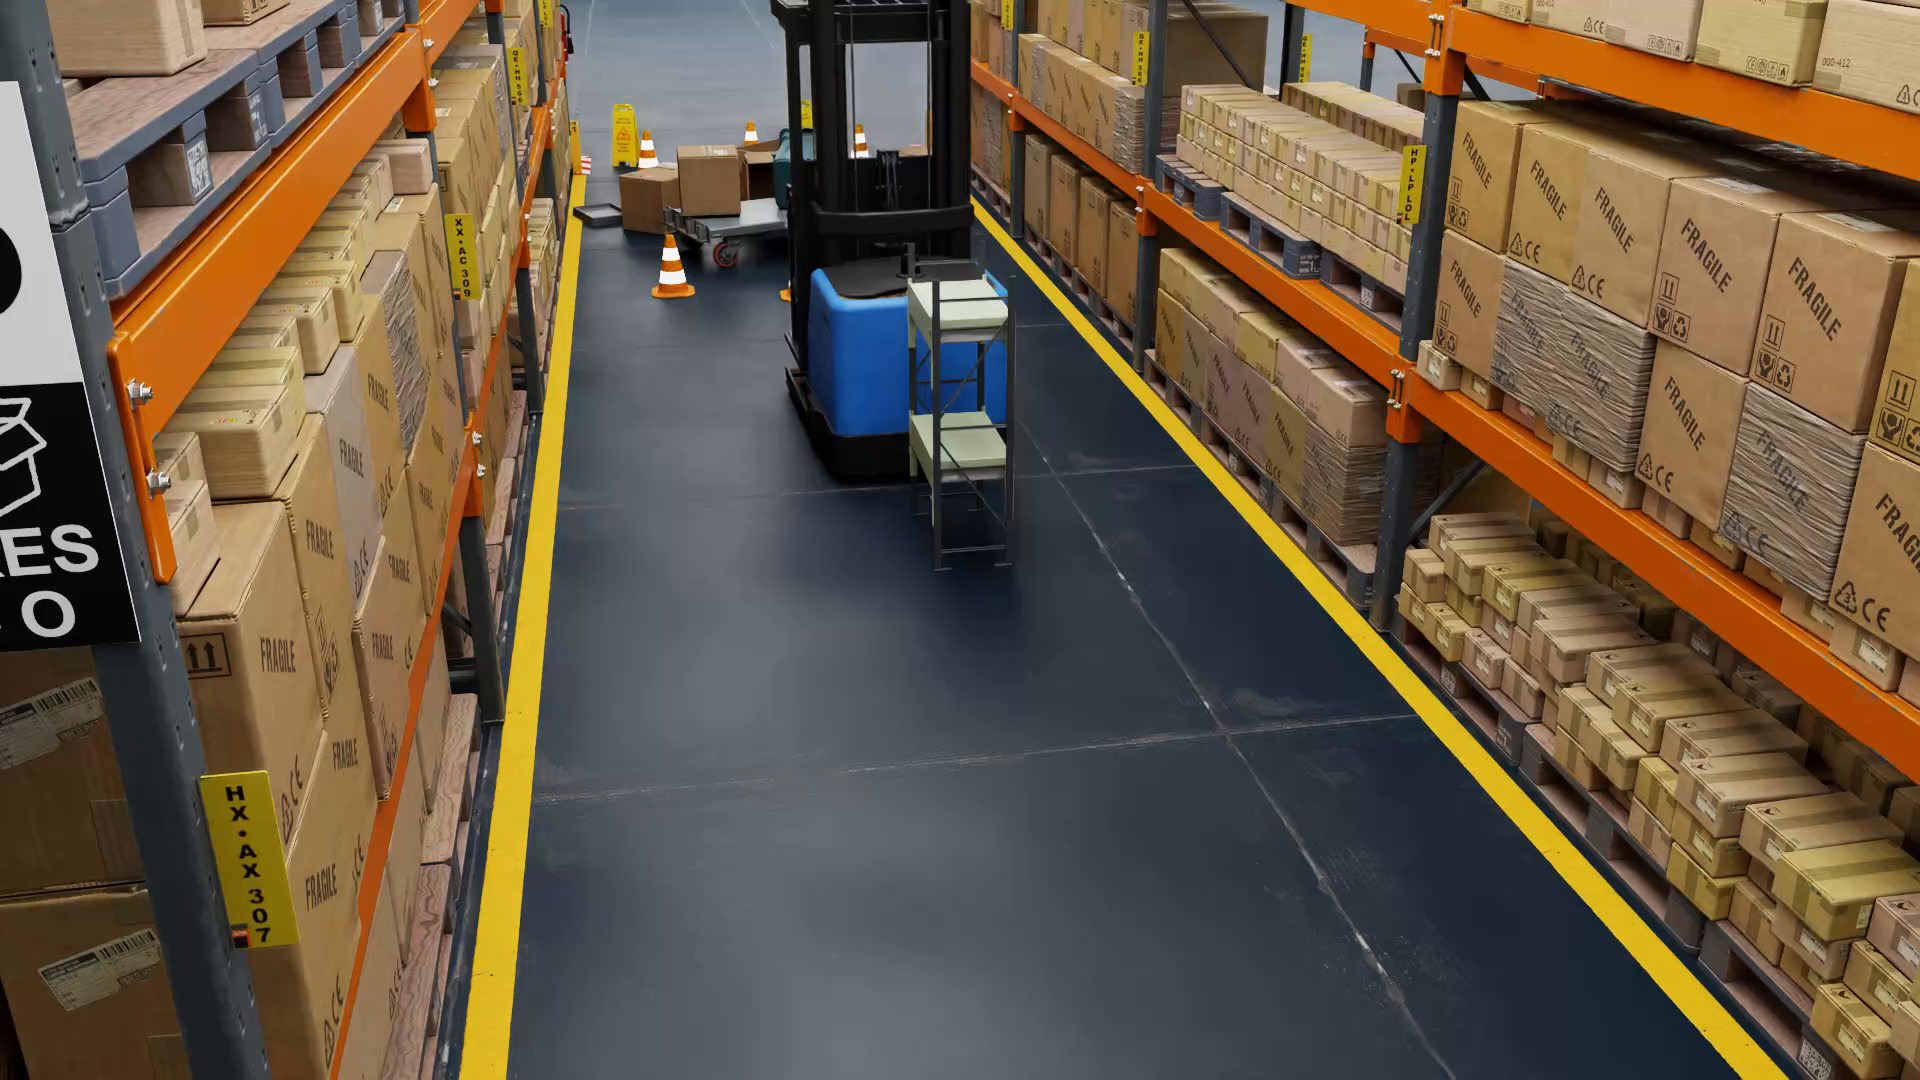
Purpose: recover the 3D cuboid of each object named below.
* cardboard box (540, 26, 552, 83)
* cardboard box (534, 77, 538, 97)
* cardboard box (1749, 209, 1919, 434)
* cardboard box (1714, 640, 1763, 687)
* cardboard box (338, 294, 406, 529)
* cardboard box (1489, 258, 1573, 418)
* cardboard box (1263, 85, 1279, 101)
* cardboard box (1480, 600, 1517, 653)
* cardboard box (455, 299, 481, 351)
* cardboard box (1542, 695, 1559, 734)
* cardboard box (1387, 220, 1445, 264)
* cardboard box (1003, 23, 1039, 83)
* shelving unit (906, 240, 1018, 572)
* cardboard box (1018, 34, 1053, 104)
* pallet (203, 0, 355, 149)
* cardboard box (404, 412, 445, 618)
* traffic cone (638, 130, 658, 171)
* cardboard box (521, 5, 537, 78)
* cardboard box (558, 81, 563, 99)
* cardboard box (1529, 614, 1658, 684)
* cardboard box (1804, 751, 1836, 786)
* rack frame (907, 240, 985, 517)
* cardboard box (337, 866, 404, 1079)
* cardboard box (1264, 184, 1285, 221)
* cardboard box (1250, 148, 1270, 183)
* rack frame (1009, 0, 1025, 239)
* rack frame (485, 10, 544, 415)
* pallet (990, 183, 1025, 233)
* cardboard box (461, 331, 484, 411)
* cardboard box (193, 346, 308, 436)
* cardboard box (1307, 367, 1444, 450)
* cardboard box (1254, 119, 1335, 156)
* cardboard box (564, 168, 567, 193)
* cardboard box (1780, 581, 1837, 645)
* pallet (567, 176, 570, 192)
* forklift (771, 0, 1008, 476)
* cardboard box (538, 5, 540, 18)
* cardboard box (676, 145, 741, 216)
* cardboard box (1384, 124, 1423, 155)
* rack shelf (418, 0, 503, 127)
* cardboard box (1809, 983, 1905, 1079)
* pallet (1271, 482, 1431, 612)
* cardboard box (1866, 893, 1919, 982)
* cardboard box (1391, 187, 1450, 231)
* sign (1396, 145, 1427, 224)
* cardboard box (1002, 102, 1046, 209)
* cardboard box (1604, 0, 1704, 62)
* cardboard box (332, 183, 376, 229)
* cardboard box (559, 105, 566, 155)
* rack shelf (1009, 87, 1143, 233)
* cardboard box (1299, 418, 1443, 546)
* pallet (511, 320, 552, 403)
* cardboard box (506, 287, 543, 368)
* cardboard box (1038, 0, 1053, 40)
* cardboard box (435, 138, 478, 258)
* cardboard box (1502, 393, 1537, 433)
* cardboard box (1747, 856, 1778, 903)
[{"bbox_3d":[-3.702,-4.112,13.920,0.500,0.500,0.500,-4,24,-10],"label":"cardboard box"},{"bbox_3d":[-3.414,-3.427,12.639,0.380,0.149,0.250,-5,24,-11],"label":"cardboard box"},{"bbox_3d":[2.642,-0.627,4.692,0.500,0.500,0.500,-3,24,-7],"label":"cardboard box"},{"bbox_3d":[3.066,0.475,6.210,0.380,0.149,0.250,-5,24,-12],"label":"cardboard box"},{"bbox_3d":[-1.783,-0.330,4.384,0.500,0.500,0.500,-4,24,-10],"label":"cardboard box"},{"bbox_3d":[2.373,-0.770,6.268,0.500,0.500,0.500,-4,24,-10],"label":"cardboard box"},{"bbox_3d":[1.873,-2.811,11.313,0.500,0.500,0.500,-4,24,-9],"label":"cardboard box"},{"bbox_3d":[2.399,0.335,6.901,0.380,0.149,0.250,-4,24,-10],"label":"cardboard box"},{"bbox_3d":[-2.220,-0.943,6.725,0.500,0.250,0.500,-5,24,-11],"label":"cardboard box"},{"bbox_3d":[2.509,0.684,6.474,0.380,0.149,0.250,-5,24,-12],"label":"cardboard box"},{"bbox_3d":[2.163,-1.351,7.512,0.380,0.149,0.250,-4,24,-8],"label":"cardboard box"},{"bbox_3d":[0.871,-4.355,14.786,0.875,0.550,0.550,-4,24,-10],"label":"cardboard box"},{"bbox_3d":[-0.001,-0.690,8.456,0.431,1.500,0.755,-4,24,-10],"label":"shelving unit"},{"bbox_3d":[0.784,-3.961,13.946,0.500,0.500,0.500,-4,24,-9],"label":"cardboard box"},{"bbox_3d":[-2.052,-1.122,3.933,1.003,0.211,1.213,-4,24,-10],"label":"pallet"},{"bbox_3d":[-1.871,-0.073,5.044,0.500,0.500,0.500,-5,24,-11],"label":"cardboard box"},{"bbox_3d":[-3.287,-4.073,17.497,0.336,0.463,0.334,-4,24,-10],"label":"traffic cone"},{"bbox_3d":[-3.491,-3.751,12.569,0.500,0.500,0.500,-4,24,-9],"label":"cardboard box"},{"bbox_3d":[-4.053,-4.348,16.121,0.380,0.149,0.250,-4,24,-9],"label":"cardboard box"},{"bbox_3d":[2.416,0.413,6.351,0.380,0.149,0.250,-4,24,-9],"label":"cardboard box"},{"bbox_3d":[3.024,0.819,5.792,0.380,0.149,0.250,-3,24,-7],"label":"cardboard box"},{"bbox_3d":[-0.069,-0.834,8.785,0.400,1.500,0.023,-4,24,-10],"label":"rack frame"},{"bbox_3d":[-2.074,1.355,4.577,0.875,0.438,0.875,-4,24,-8],"label":"cardboard box"},{"bbox_3d":[1.869,-1.831,8.984,0.380,0.149,0.250,-5,24,-11],"label":"cardboard box"},{"bbox_3d":[1.822,-2.071,9.161,0.380,0.149,0.250,-5,24,-10],"label":"cardboard box"},{"bbox_3d":[0.951,-4.142,14.486,1.000,3.000,0.127,-4,24,-10],"label":"rack frame"},{"bbox_3d":[-3.155,-2.162,9.953,1.000,3.000,0.127,-4,24,-10],"label":"rack frame"},{"bbox_3d":[0.888,-3.169,15.742,1.003,0.211,1.213,-4,24,-10],"label":"pallet"},{"bbox_3d":[-2.237,-0.713,6.822,0.500,0.250,0.500,-5,24,-11],"label":"cardboard box"},{"bbox_3d":[-1.590,-0.288,3.477,0.380,0.149,0.250,-5,24,-11],"label":"cardboard box"},{"bbox_3d":[2.044,-0.660,8.175,0.500,0.250,0.500,-5,24,-11],"label":"cardboard box"},{"bbox_3d":[1.831,-2.205,9.098,0.380,0.149,0.250,-4,24,-8],"label":"cardboard box"},{"bbox_3d":[-3.949,-3.338,15.555,0.500,0.250,0.500,-5,24,-10],"label":"cardboard box"},{"bbox_3d":[2.672,0.183,4.896,0.380,0.149,0.250,-5,24,-12],"label":"cardboard box"},{"bbox_3d":[-4.505,-3.679,16.910,1.003,0.211,1.213,-4,24,-10],"label":"pallet"},{"bbox_3d":[-0.531,-2.265,10.273,1.130,2.935,3.031,-5,24,-12],"label":"forklift"},{"bbox_3d":[-3.763,-4.565,13.709,0.700,0.500,0.500,-5,24,-10],"label":"cardboard box"},{"bbox_3d":[-2.151,-3.081,14.233,0.500,0.500,0.500,-4,24,-10],"label":"cardboard box"},{"bbox_3d":[2.516,-2.148,8.967,0.380,0.149,0.250,-4,24,-8],"label":"cardboard box"},{"bbox_3d":[-2.785,-2.421,7.696,1.077,0.370,4.000,-4,24,-10],"label":"rack shelf"},{"bbox_3d":[2.721,1.407,4.818,0.380,0.149,0.250,-4,24,-8],"label":"cardboard box"},{"bbox_3d":[2.285,-0.023,8.540,1.003,0.211,1.213,-4,24,-10],"label":"pallet"},{"bbox_3d":[2.833,1.127,4.716,0.380,0.149,0.250,-4,24,-9],"label":"cardboard box"},{"bbox_3d":[2.164,-1.488,7.456,0.380,0.149,0.250,-3,24,-7],"label":"cardboard box"},{"bbox_3d":[1.886,-1.483,6.952,0.100,0.325,0.005,-4,24,-10],"label":"sign"},{"bbox_3d":[0.904,-3.613,15.405,0.875,0.875,0.875,-4,24,-9],"label":"cardboard box"},{"bbox_3d":[2.435,-1.697,5.327,0.500,0.250,0.500,-3,24,-7],"label":"cardboard box"},{"bbox_3d":[-2.003,-0.984,5.070,0.380,0.149,0.250,-5,24,-10],"label":"cardboard box"},{"bbox_3d":[-4.044,-3.885,15.872,0.500,0.500,0.500,-5,24,-11],"label":"cardboard box"},{"bbox_3d":[1.321,-3.025,12.828,1.077,0.370,4.000,-4,24,-10],"label":"rack shelf"},{"bbox_3d":[2.046,-0.315,8.321,0.500,0.500,0.500,-5,24,-11],"label":"cardboard box"},{"bbox_3d":[-3.298,-1.192,11.215,1.003,0.211,1.213,-4,24,-10],"label":"pallet"},{"bbox_3d":[-3.250,-1.374,10.906,0.950,0.372,0.625,-6,24,-13],"label":"cardboard box"},{"bbox_3d":[1.049,-4.451,13.819,0.700,0.500,0.500,-5,24,-11],"label":"cardboard box"},{"bbox_3d":[-2.214,-1.287,6.576,0.500,0.500,0.500,-4,24,-9],"label":"cardboard box"},{"bbox_3d":[2.383,-0.547,6.569,0.380,0.149,0.250,-5,24,-12],"label":"cardboard box"},{"bbox_3d":[2.746,1.052,5.259,0.380,0.149,0.250,-5,24,-10],"label":"cardboard box"}]
